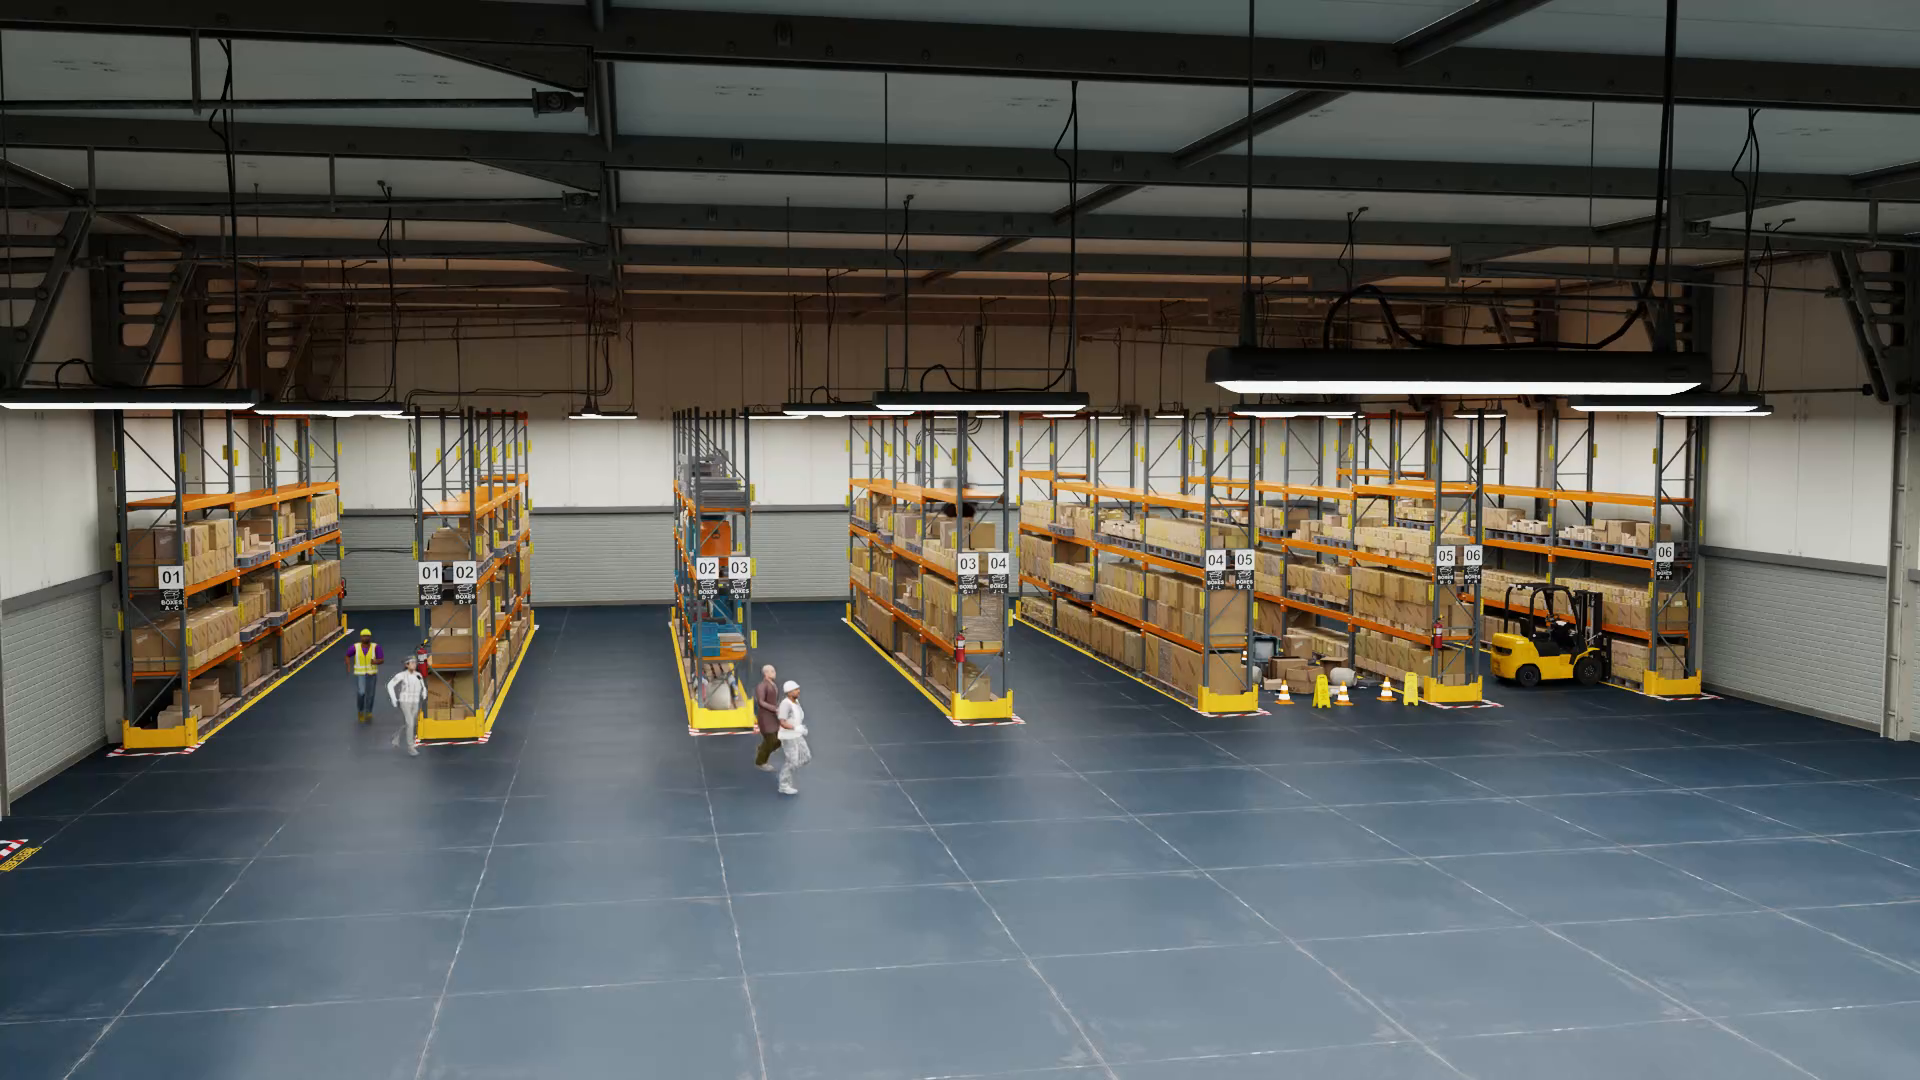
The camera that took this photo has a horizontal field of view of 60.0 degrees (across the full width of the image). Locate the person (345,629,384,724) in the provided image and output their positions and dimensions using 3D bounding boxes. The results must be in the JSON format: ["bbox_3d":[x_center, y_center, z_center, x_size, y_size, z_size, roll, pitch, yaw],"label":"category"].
[{"bbox_3d":[-11.325,2.592,31.694,0.670,1.801,0.728,-2,5,-26],"label":"person"}]

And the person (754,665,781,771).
[{"bbox_3d":[-3.093,2.910,27.291,0.639,1.741,0.742,1,4,17],"label":"person"}]

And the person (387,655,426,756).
[{"bbox_3d":[-9.534,2.845,28.838,0.792,1.684,0.649,3,5,39],"label":"person"}]

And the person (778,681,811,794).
[{"bbox_3d":[-2.546,3.027,25.522,0.571,1.741,0.682,1,4,14],"label":"person"}]
